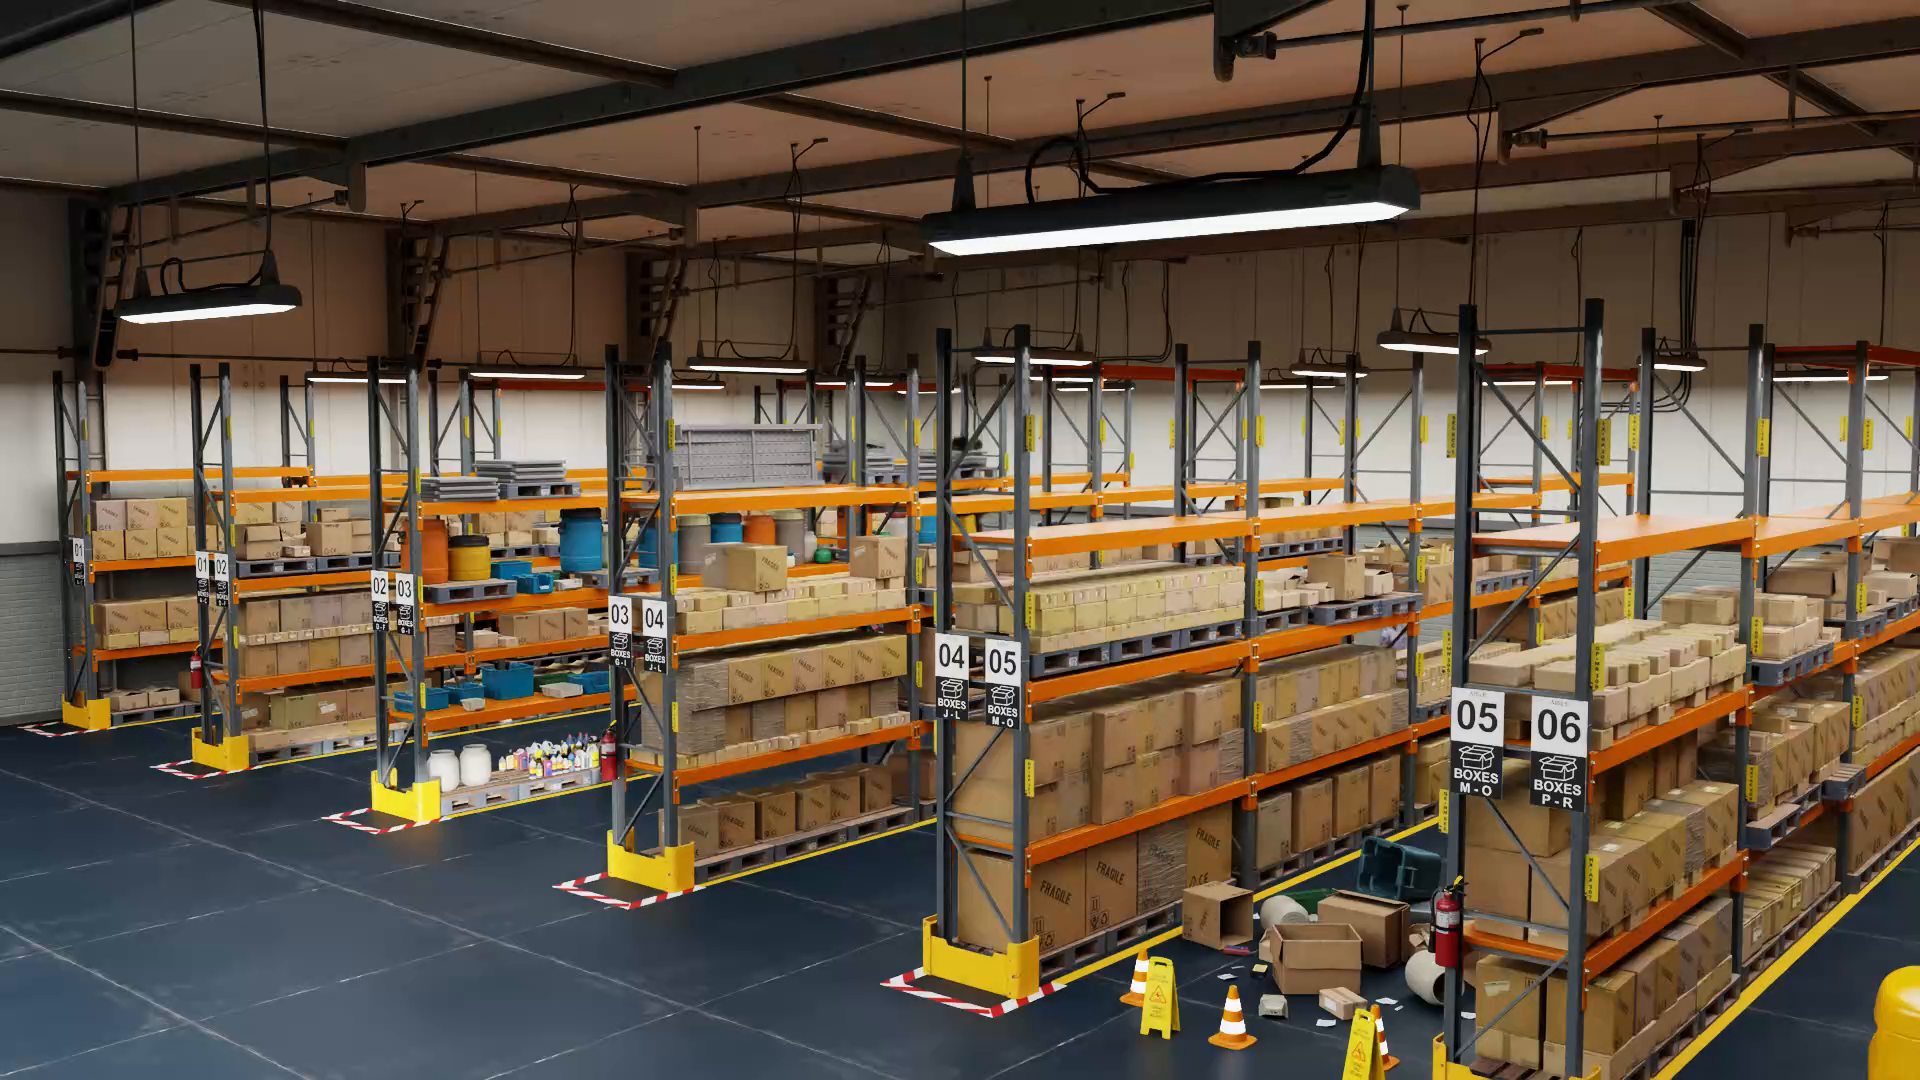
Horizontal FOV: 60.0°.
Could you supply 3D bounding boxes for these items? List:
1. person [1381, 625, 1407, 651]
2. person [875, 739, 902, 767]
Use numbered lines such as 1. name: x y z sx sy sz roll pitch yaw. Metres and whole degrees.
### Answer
1. person: 8.041 2.164 30.536 0.667 1.604 0.552 -1 4 -13
2. person: -1.032 2.526 24.414 0.705 1.737 0.709 2 5 30
